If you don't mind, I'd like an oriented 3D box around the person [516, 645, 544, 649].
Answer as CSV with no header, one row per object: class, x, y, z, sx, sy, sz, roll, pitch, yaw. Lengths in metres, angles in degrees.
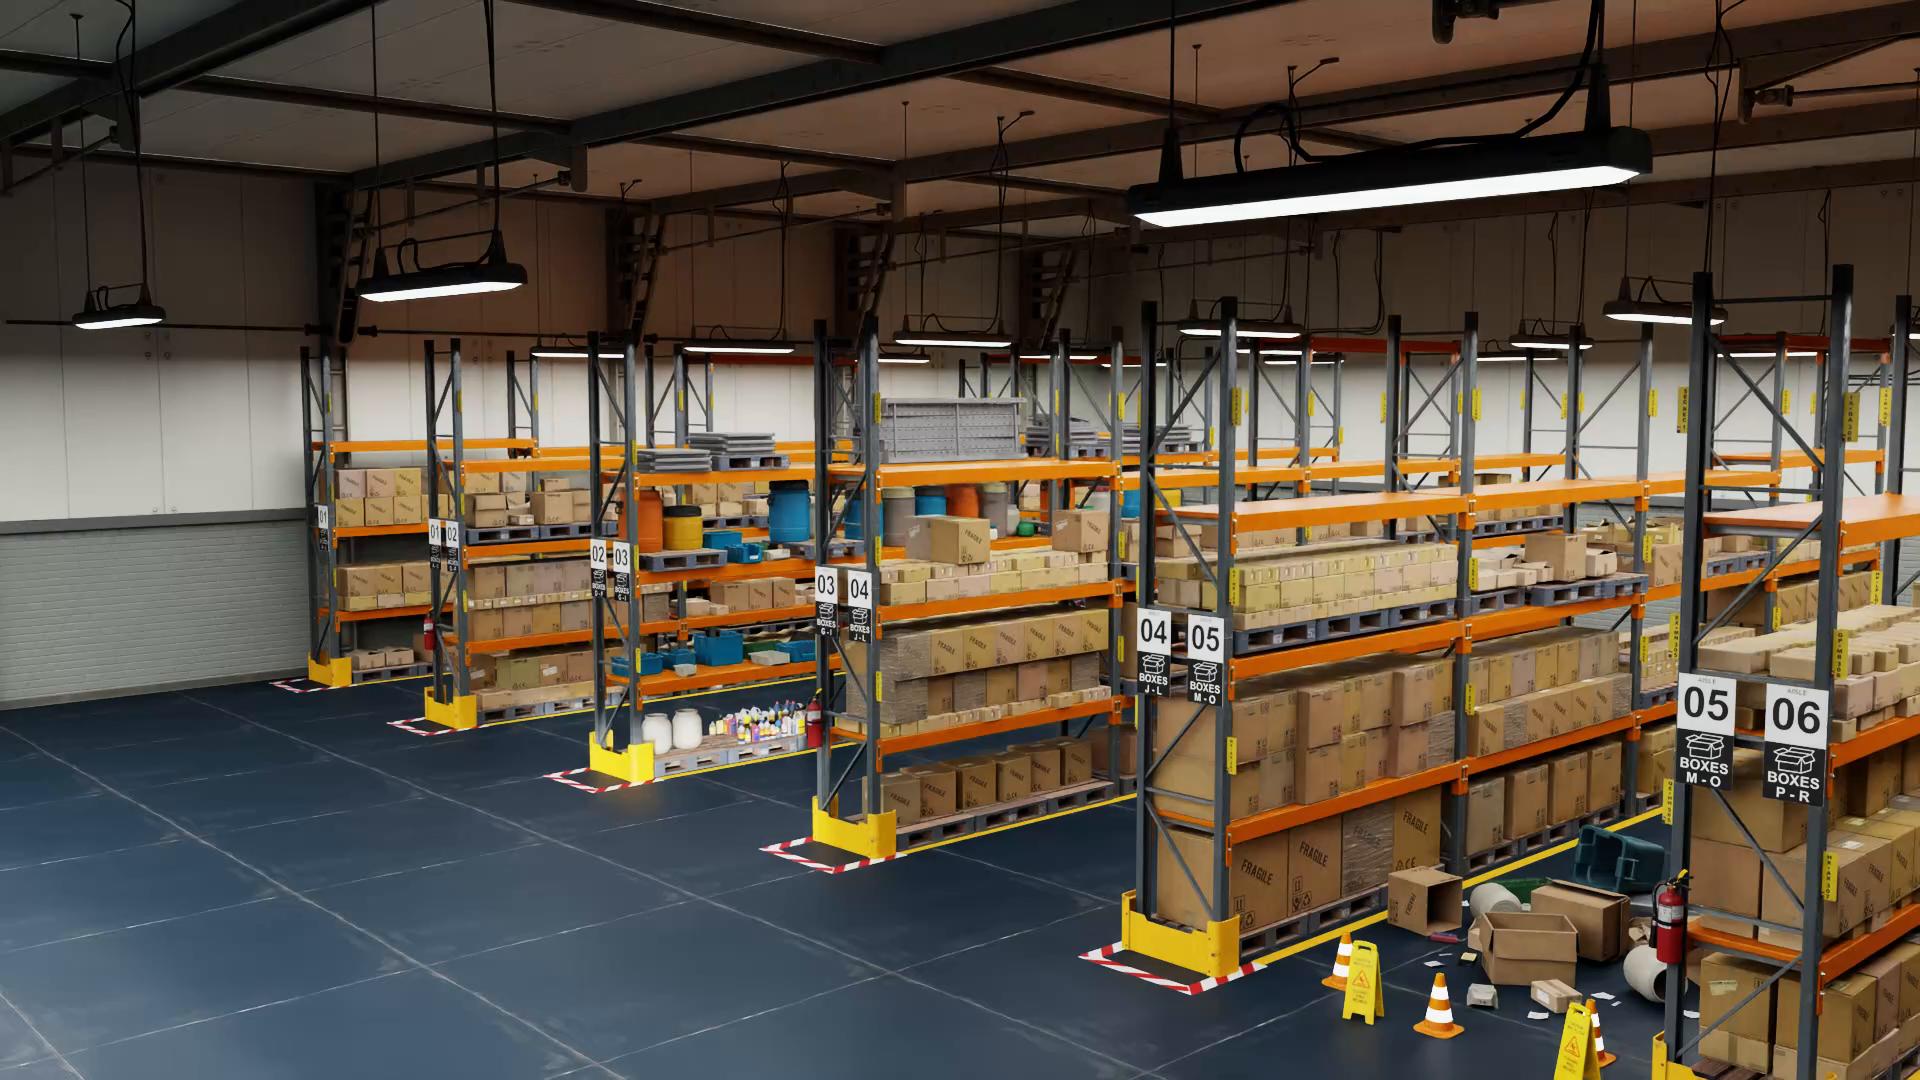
person,-7.475,1.781,28.726,0.593,1.797,0.732,4,6,35
